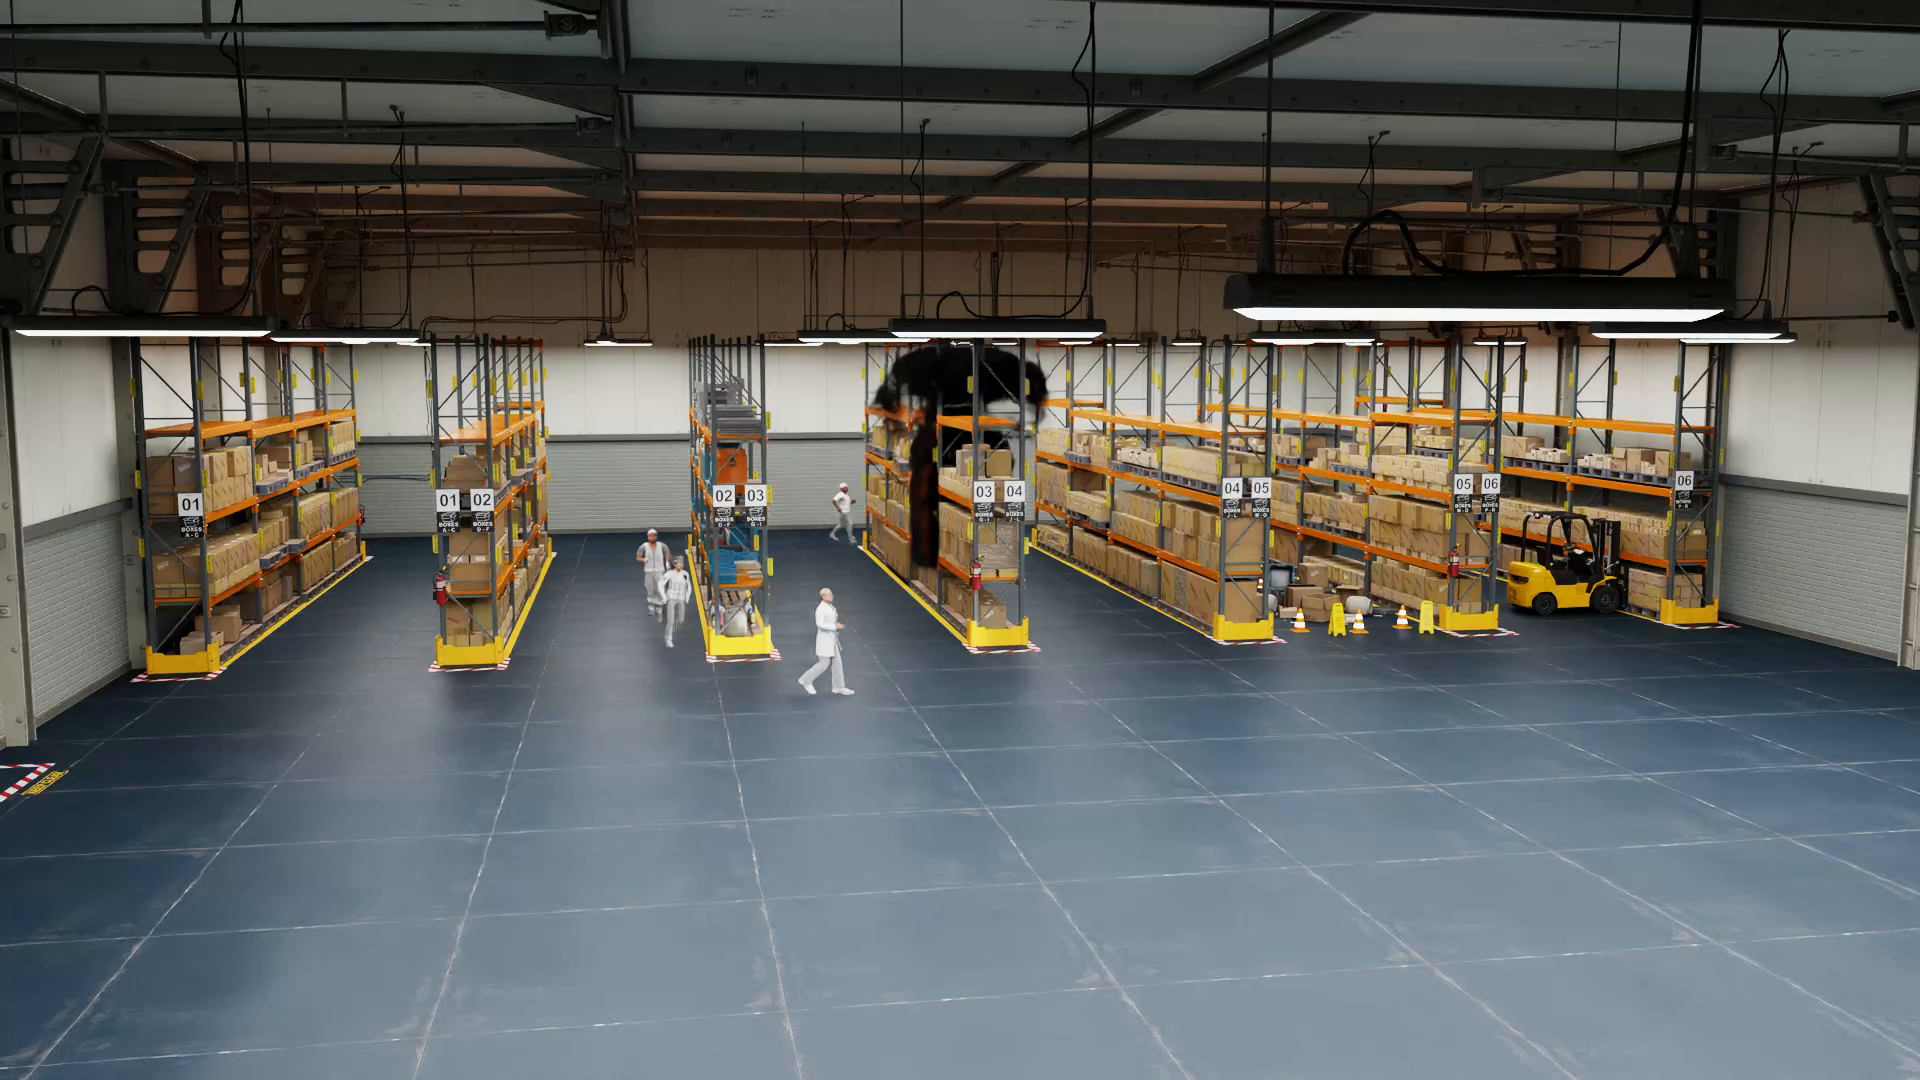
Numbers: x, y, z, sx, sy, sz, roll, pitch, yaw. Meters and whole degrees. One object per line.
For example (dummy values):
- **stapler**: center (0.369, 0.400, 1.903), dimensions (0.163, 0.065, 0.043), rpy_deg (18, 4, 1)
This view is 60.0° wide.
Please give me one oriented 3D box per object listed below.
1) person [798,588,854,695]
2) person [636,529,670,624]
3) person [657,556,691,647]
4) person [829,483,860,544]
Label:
- **person**: center (-2.222, 1.678, 27.493), dimensions (0.930, 1.780, 0.723), rpy_deg (1, 7, 11)
- **person**: center (-6.184, 0.724, 33.539), dimensions (0.665, 1.906, 0.749), rpy_deg (-1, 7, -11)
- **person**: center (-5.257, 1.117, 30.758), dimensions (0.666, 1.663, 0.467), rpy_deg (-4, 8, -31)
- **person**: center (-3.413, -0.797, 49.048), dimensions (0.939, 1.780, 0.693), rpy_deg (1, 7, 7)
